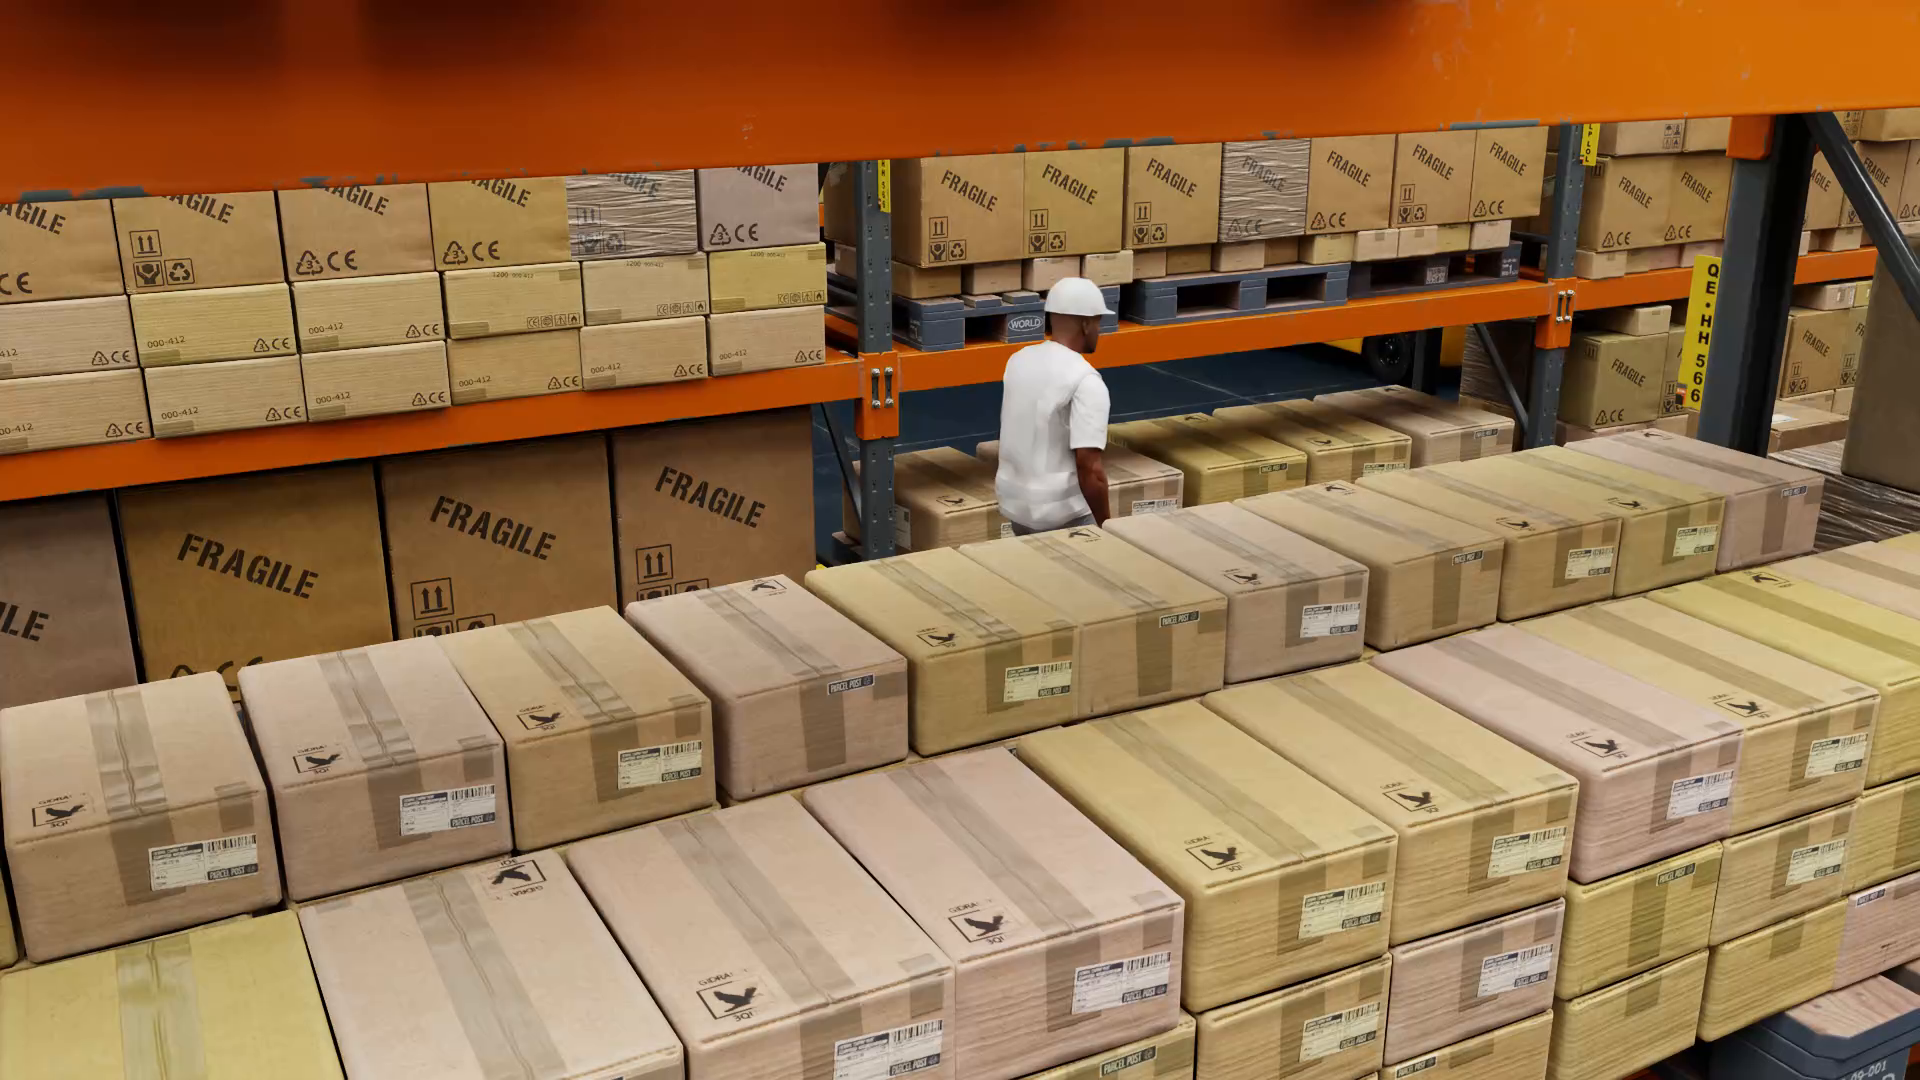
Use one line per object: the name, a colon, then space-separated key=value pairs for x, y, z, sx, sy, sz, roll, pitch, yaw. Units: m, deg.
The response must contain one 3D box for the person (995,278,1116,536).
person: x=0.389 y=-0.124 z=6.409 sx=0.461 sy=1.757 sz=0.627 roll=-11 pitch=21 yaw=-30
